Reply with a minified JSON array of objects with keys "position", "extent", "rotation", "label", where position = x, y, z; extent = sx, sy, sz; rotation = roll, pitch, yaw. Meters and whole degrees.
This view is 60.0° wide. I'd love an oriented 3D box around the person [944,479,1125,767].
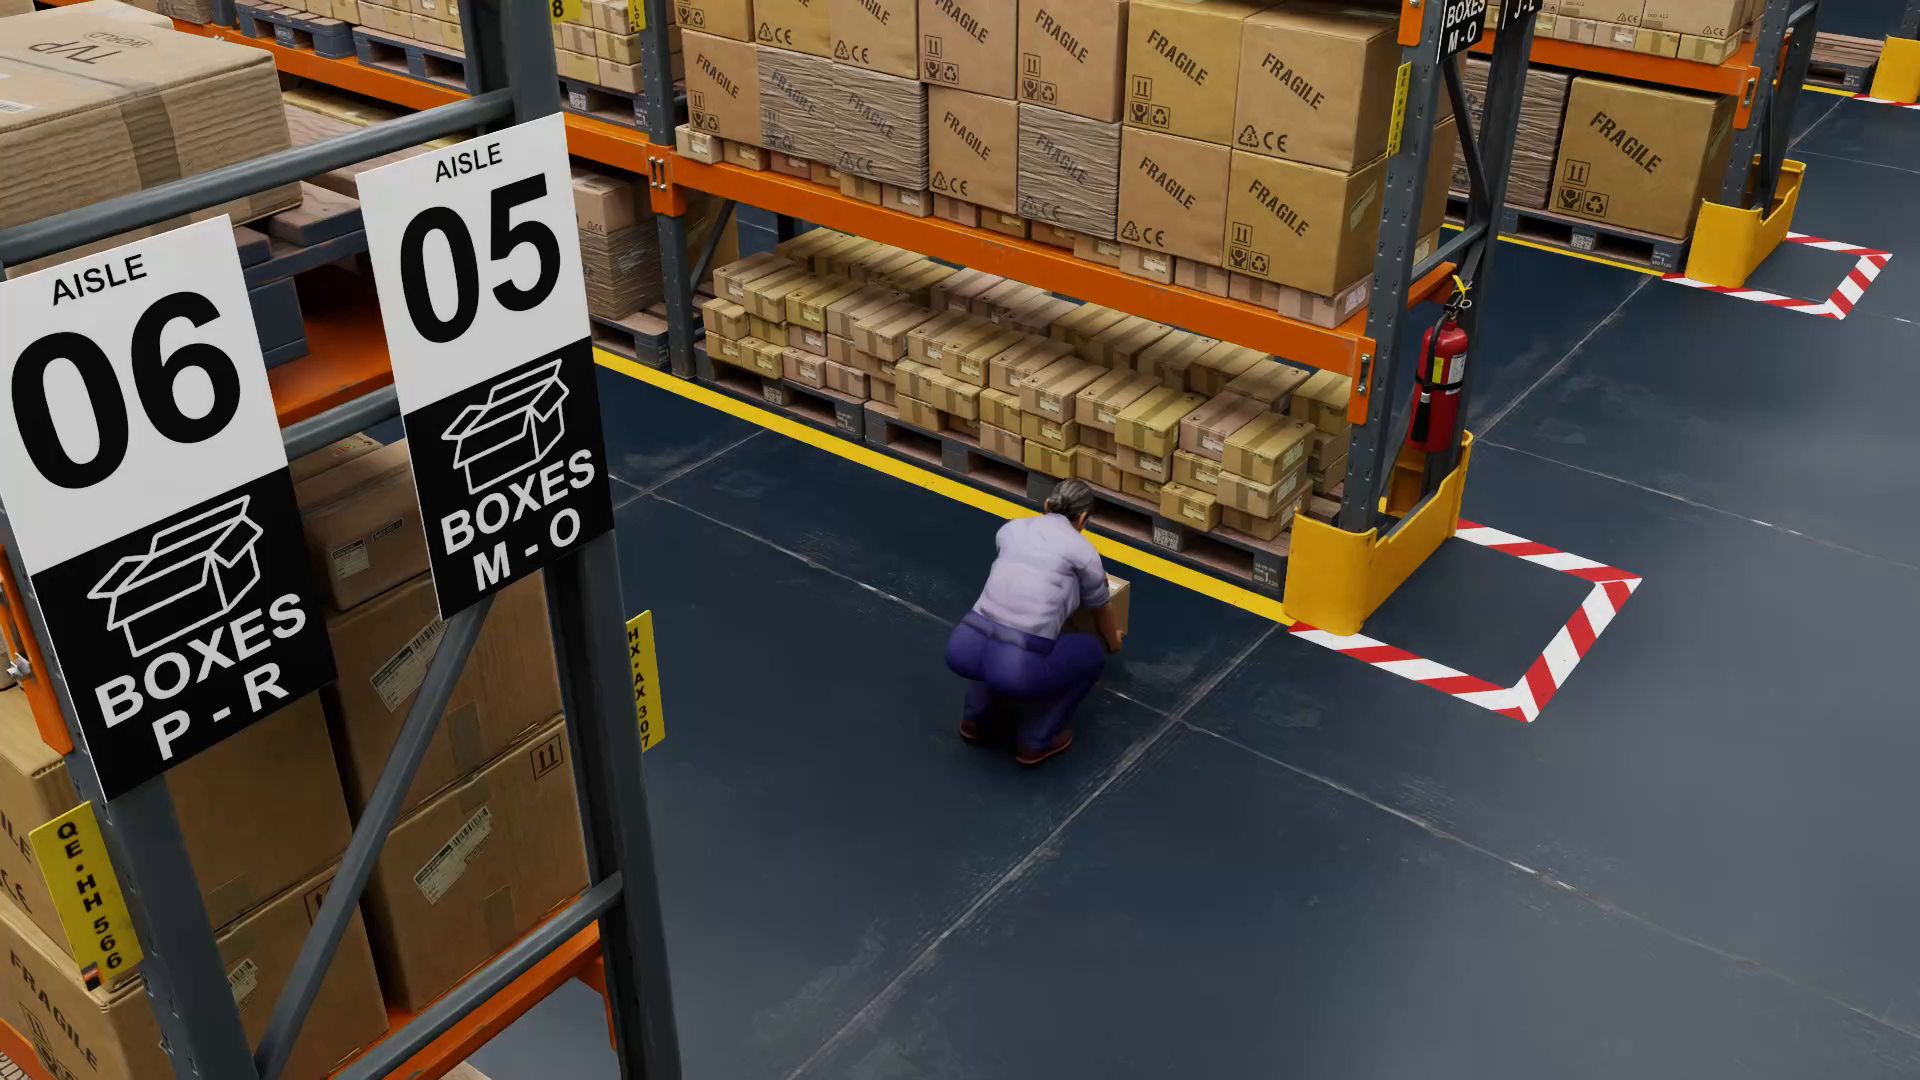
[{"position":[0.295,0.310,6.335],"extent":[0.507,0.938,0.860],"rotation":[20,37,30],"label":"person"}]
